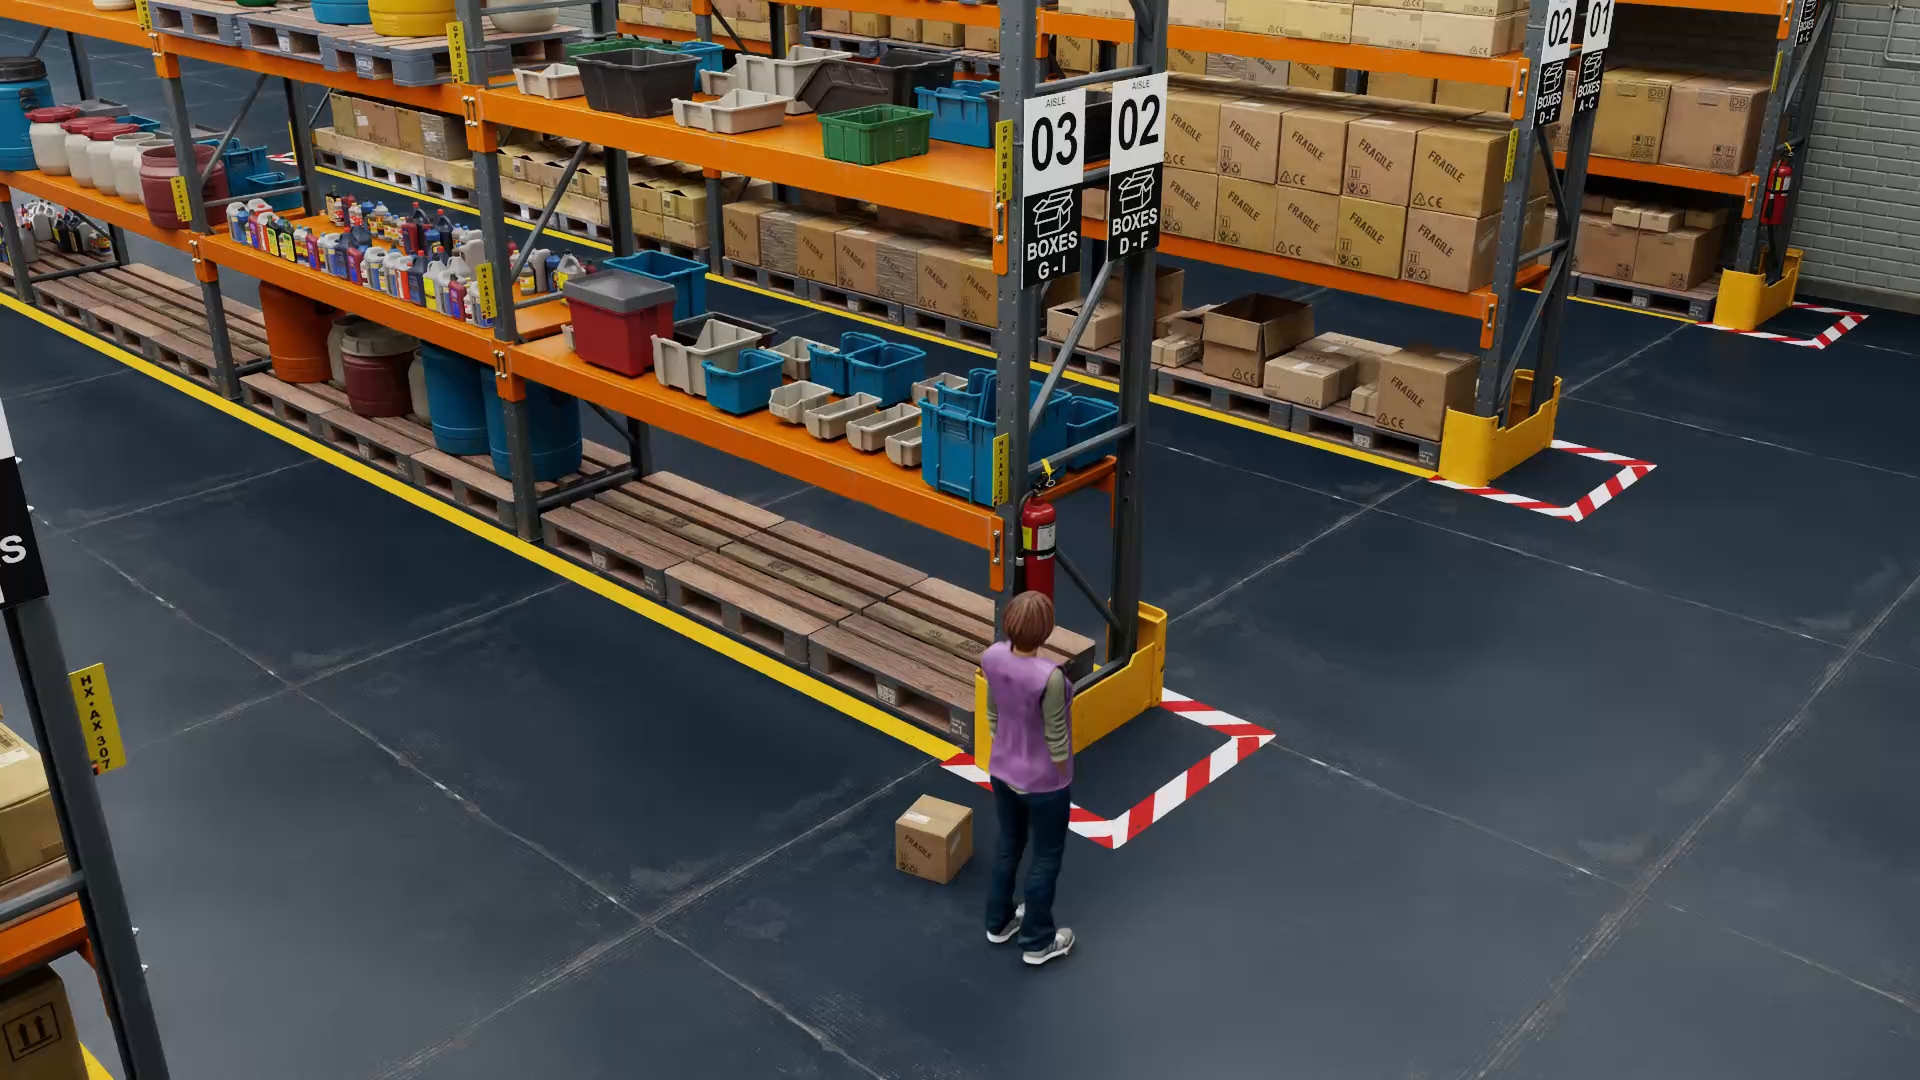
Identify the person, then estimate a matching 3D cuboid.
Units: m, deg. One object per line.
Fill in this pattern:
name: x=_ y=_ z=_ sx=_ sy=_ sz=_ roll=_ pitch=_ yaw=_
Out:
person: x=0.265 y=0.926 z=6.567 sx=0.405 sy=1.597 sz=0.309 roll=21 pitch=32 yaw=39
